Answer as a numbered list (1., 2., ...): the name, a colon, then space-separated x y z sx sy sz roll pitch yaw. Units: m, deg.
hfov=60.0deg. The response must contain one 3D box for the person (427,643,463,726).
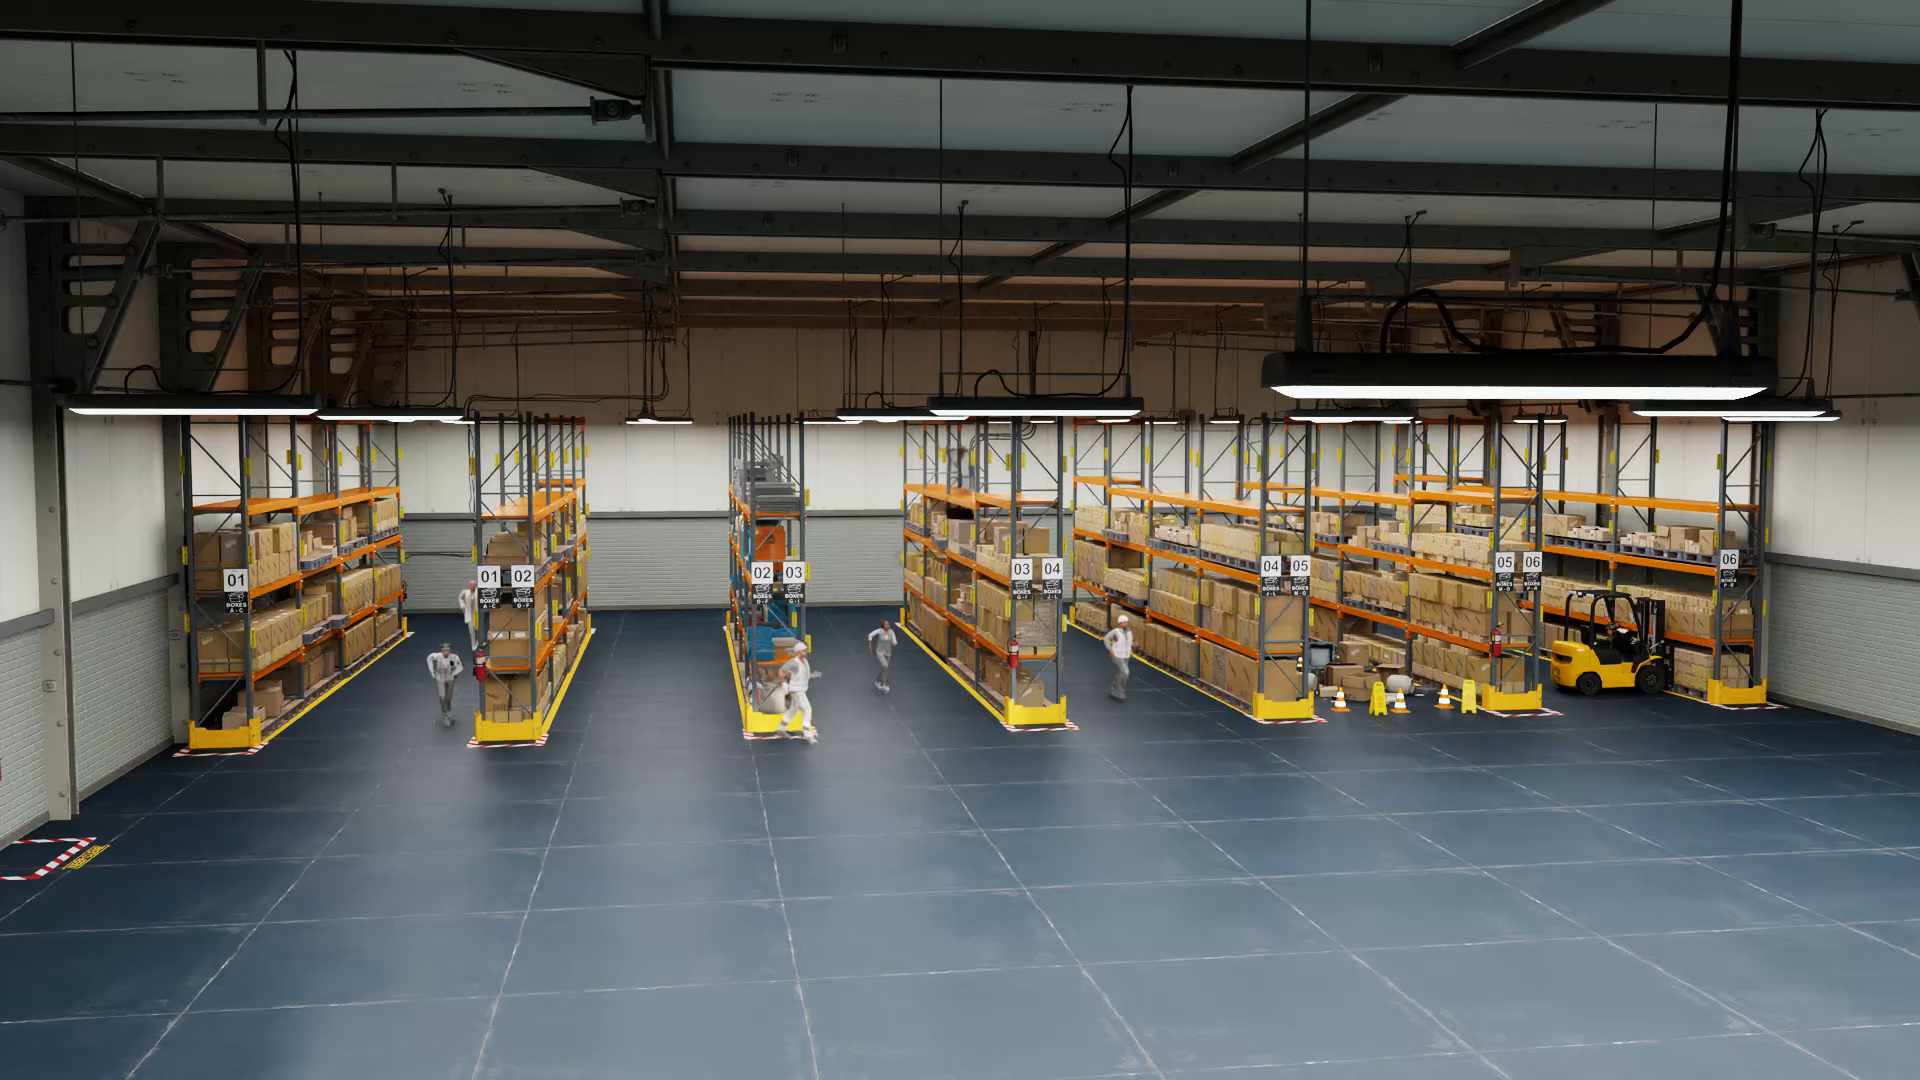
1. person: -9.964 2.768 32.215 0.659 1.625 0.957 -1 4 -16

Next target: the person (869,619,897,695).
1. person: -1.655 2.493 35.834 0.556 1.615 0.789 -2 4 -25

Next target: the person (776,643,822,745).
1. person: -2.939 2.768 30.085 0.895 1.835 0.649 1 4 16

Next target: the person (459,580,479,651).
1. person: -12.517 1.920 42.759 0.716 1.785 0.961 -1 4 -14

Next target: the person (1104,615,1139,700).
1. person: 3.398 2.479 34.971 0.658 1.807 0.794 -3 5 -38
